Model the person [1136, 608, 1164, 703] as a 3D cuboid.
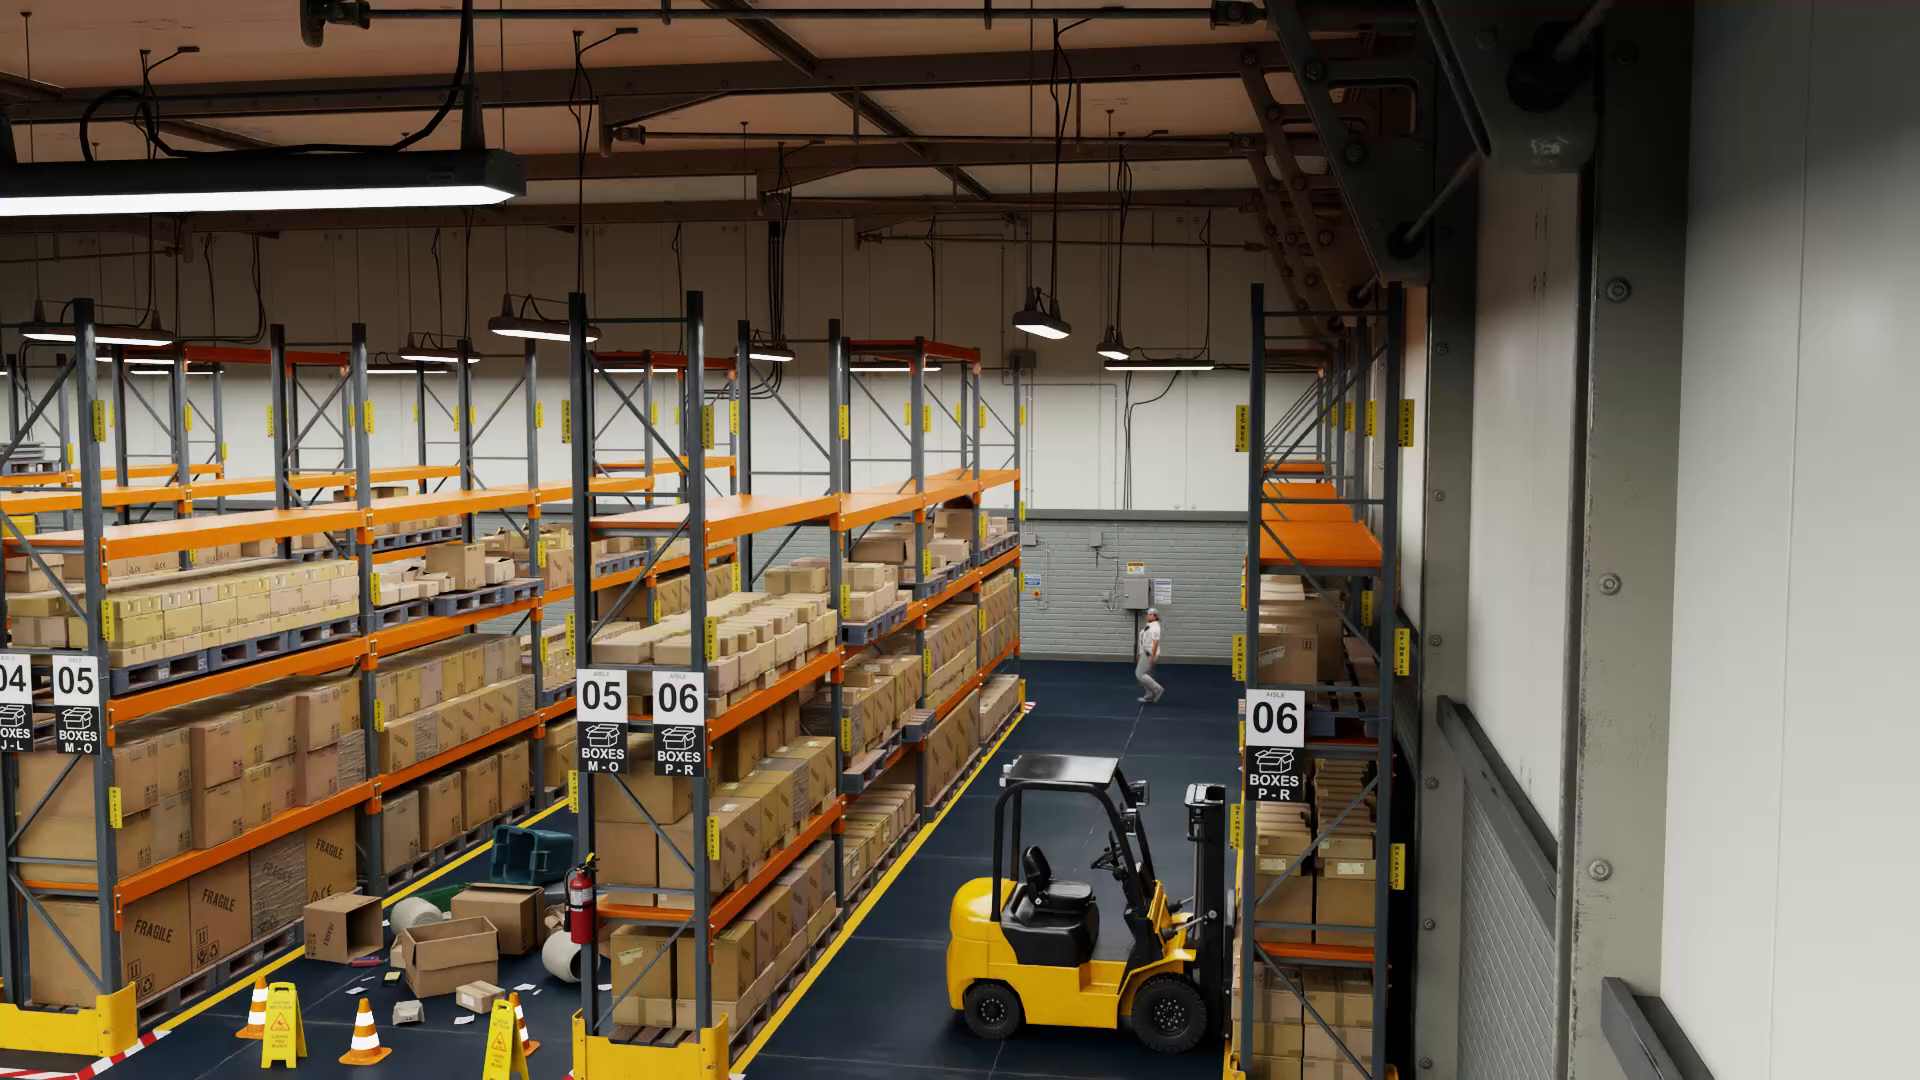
[{"bbox_3d":[3.304,2.004,28.918,0.475,1.641,0.481,1,5,9],"label":"person"}]
